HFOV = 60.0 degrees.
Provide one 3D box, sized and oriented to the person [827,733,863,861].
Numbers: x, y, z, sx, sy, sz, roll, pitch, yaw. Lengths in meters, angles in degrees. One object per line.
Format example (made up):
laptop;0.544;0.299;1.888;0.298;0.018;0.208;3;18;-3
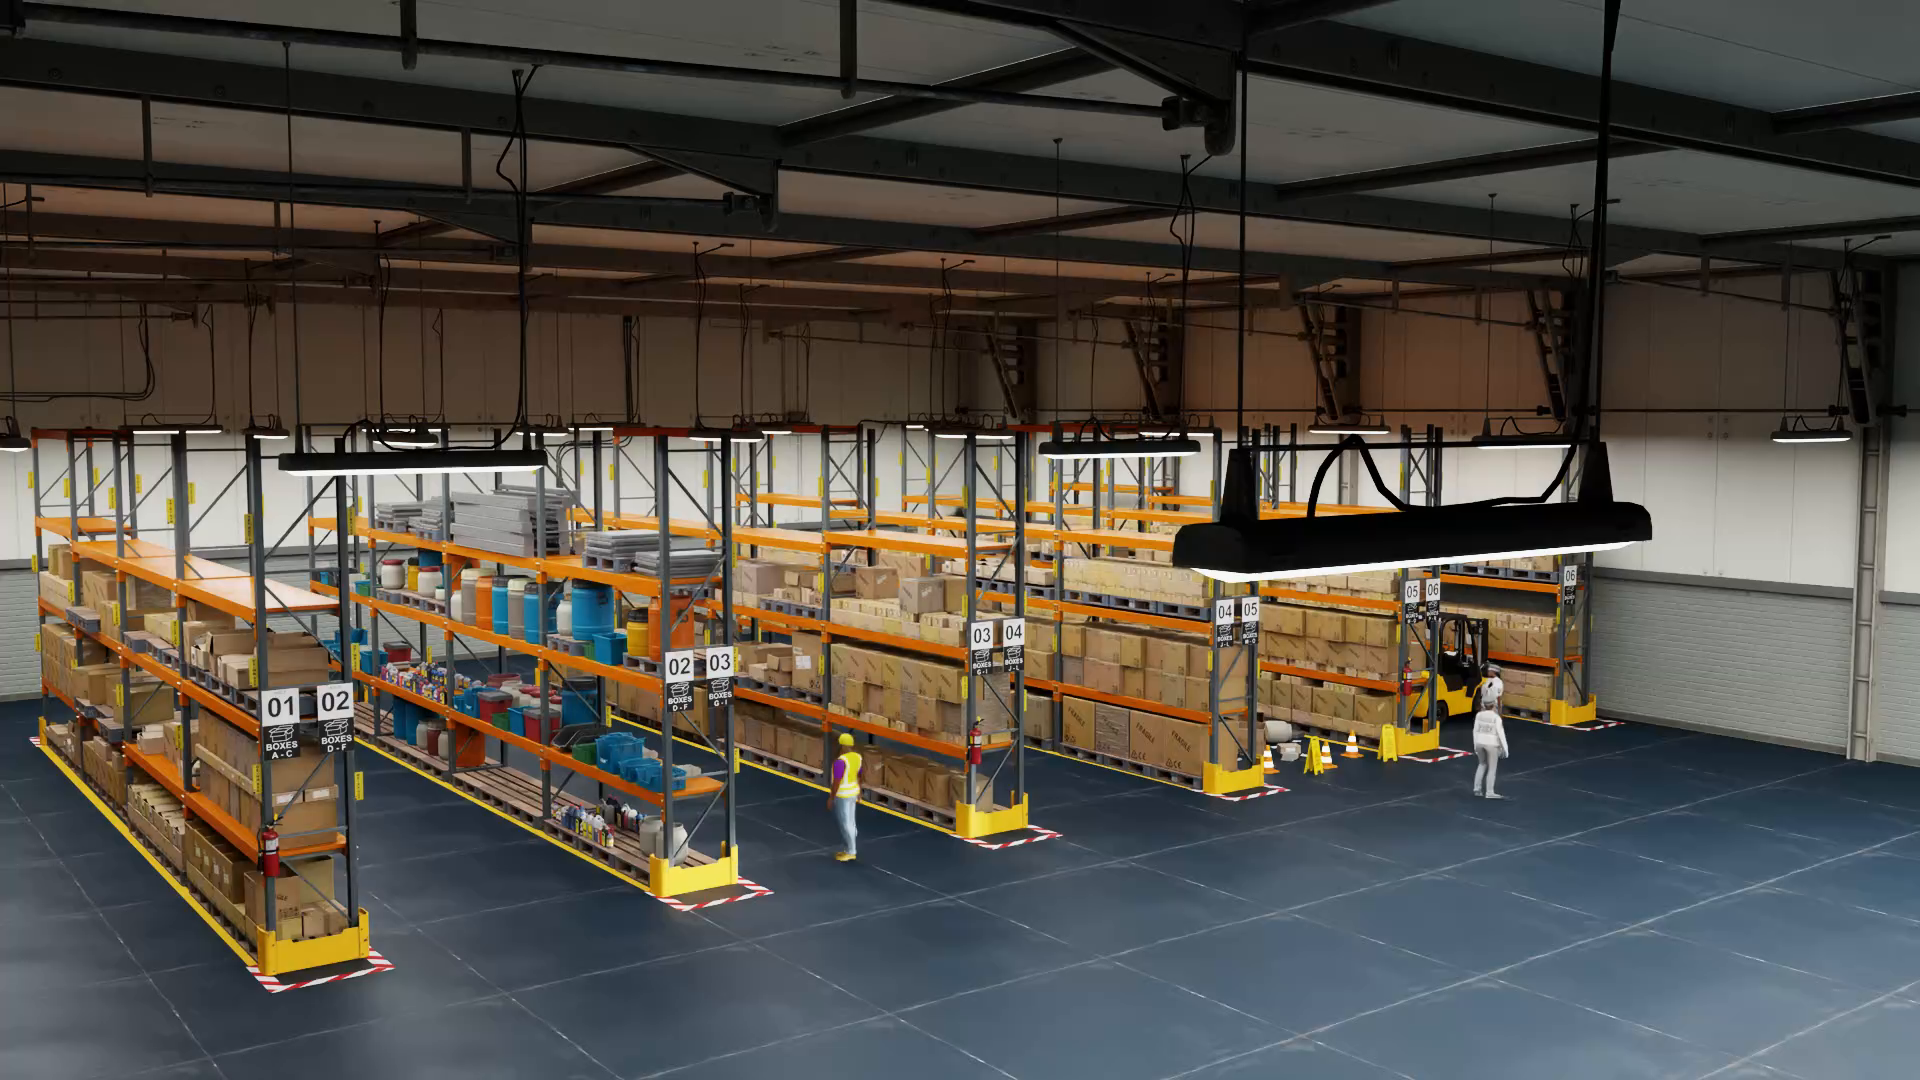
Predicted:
person;-1.617;3.611;23.423;0.390;1.784;0.632;2;5;29

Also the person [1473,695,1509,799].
person;8.646;3.392;27.101;0.360;1.715;0.569;-4;6;-38

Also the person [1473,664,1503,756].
person;9.681;3.109;30.444;0.408;1.720;0.598;-2;5;-27
